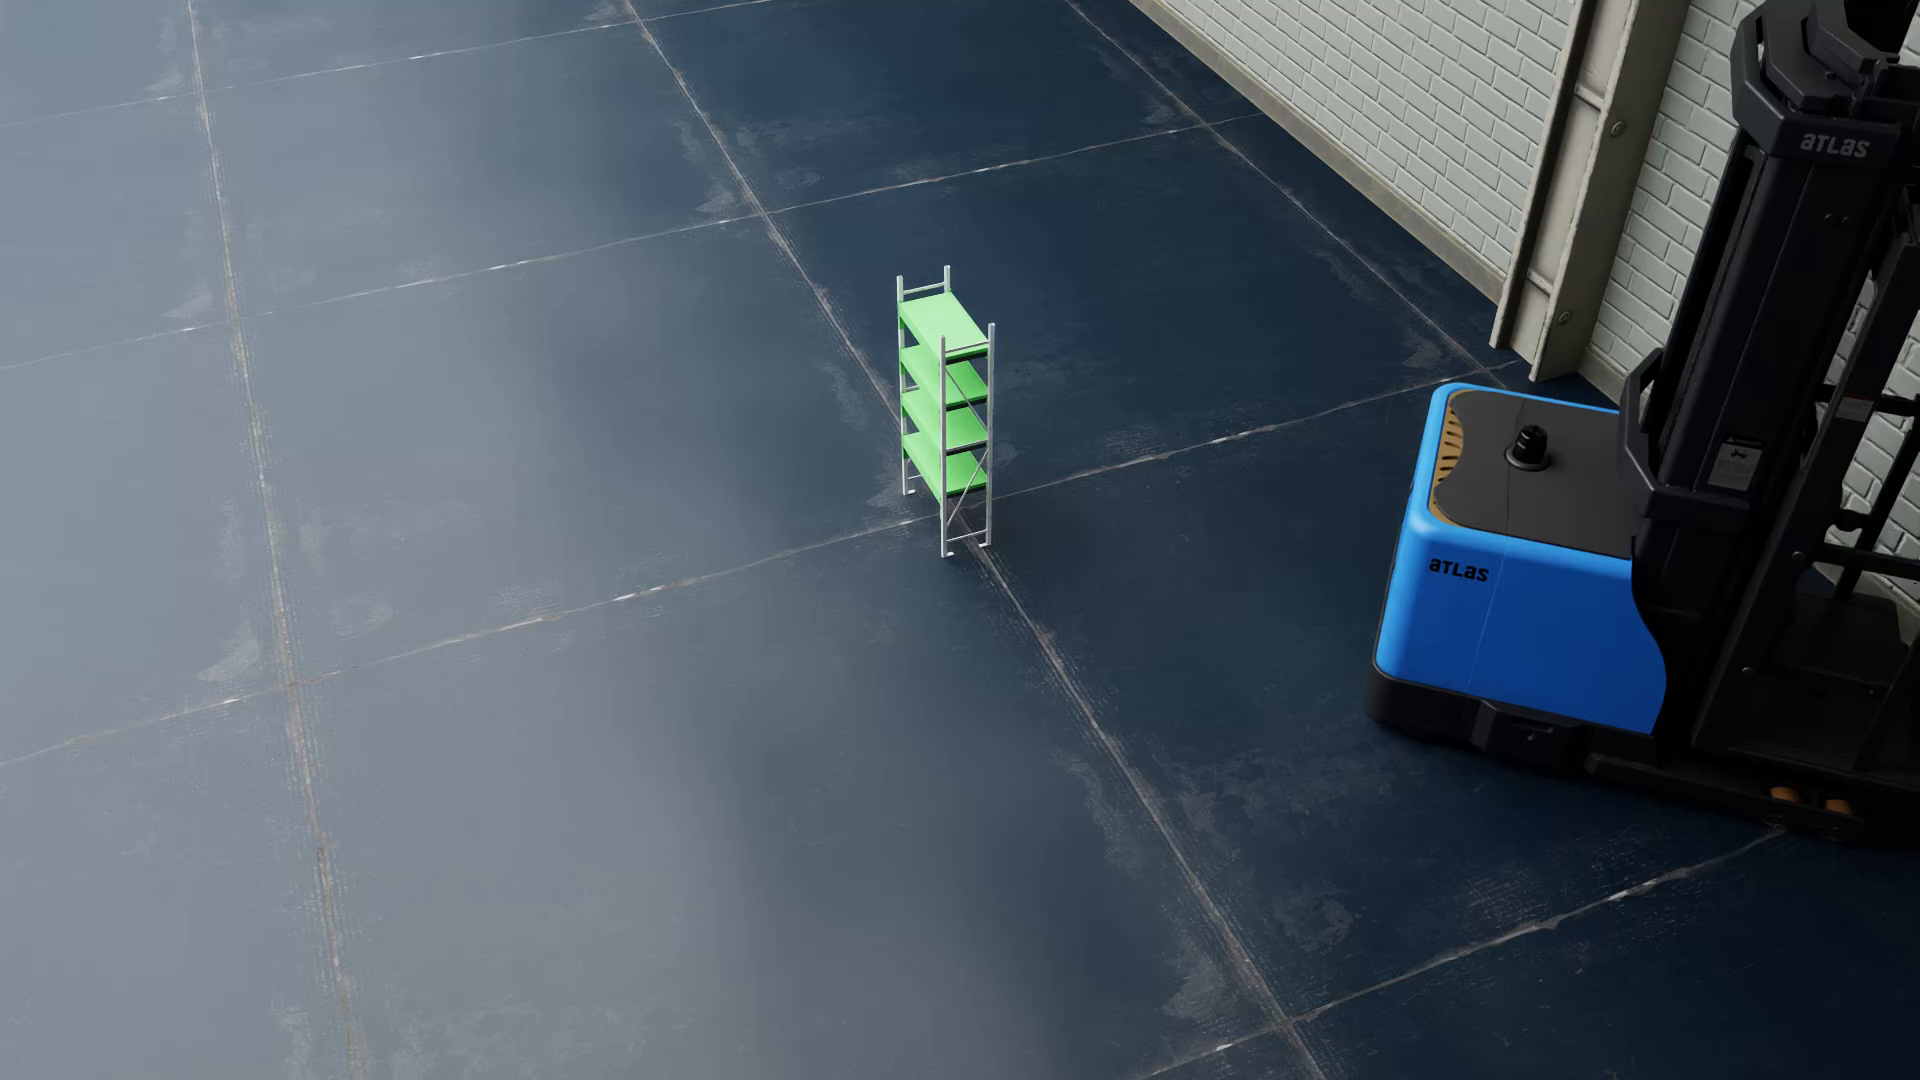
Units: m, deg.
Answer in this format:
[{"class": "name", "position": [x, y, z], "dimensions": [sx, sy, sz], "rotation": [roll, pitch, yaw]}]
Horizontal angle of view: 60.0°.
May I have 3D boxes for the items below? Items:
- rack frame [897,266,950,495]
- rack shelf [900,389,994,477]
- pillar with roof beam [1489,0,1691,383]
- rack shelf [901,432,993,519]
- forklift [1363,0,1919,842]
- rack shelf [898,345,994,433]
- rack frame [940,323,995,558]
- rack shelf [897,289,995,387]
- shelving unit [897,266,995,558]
[{"class": "rack frame", "position": [-0.157, -0.702, 7.564], "dimensions": [0.240, 1.200, 0.015], "rotation": [-15, 43, -17]}, {"class": "rack shelf", "position": [-0.063, -0.506, 7.435], "dimensions": [0.258, 0.148, 0.480], "rotation": [-15, 43, -17]}, {"class": "pillar with roof beam", "position": [-0.935, -3.309, 4.615], "dimensions": [9.100, 9.000, 0.400], "rotation": [-15, 43, -17]}, {"class": "rack shelf", "position": [-0.063, -0.324, 7.592], "dimensions": [0.258, 0.148, 0.480], "rotation": [-15, 43, -17]}, {"class": "forklift", "position": [3.220, -0.355, 5.834], "dimensions": [3.031, 2.935, 1.130], "rotation": [12, 42, 14]}, {"class": "rack shelf", "position": [-0.063, -0.688, 7.279], "dimensions": [0.258, 0.148, 0.480], "rotation": [-15, 43, -17]}, {"class": "rack frame", "position": [0.030, -0.408, 7.222], "dimensions": [0.240, 1.200, 0.015], "rotation": [-15, 43, -17]}, {"class": "rack shelf", "position": [-0.063, -0.870, 7.122], "dimensions": [0.258, 0.148, 0.480], "rotation": [-15, 43, -17]}, {"class": "shelving unit", "position": [-0.063, -0.555, 7.393], "dimensions": [0.258, 1.200, 0.503], "rotation": [-15, 43, -17]}]
